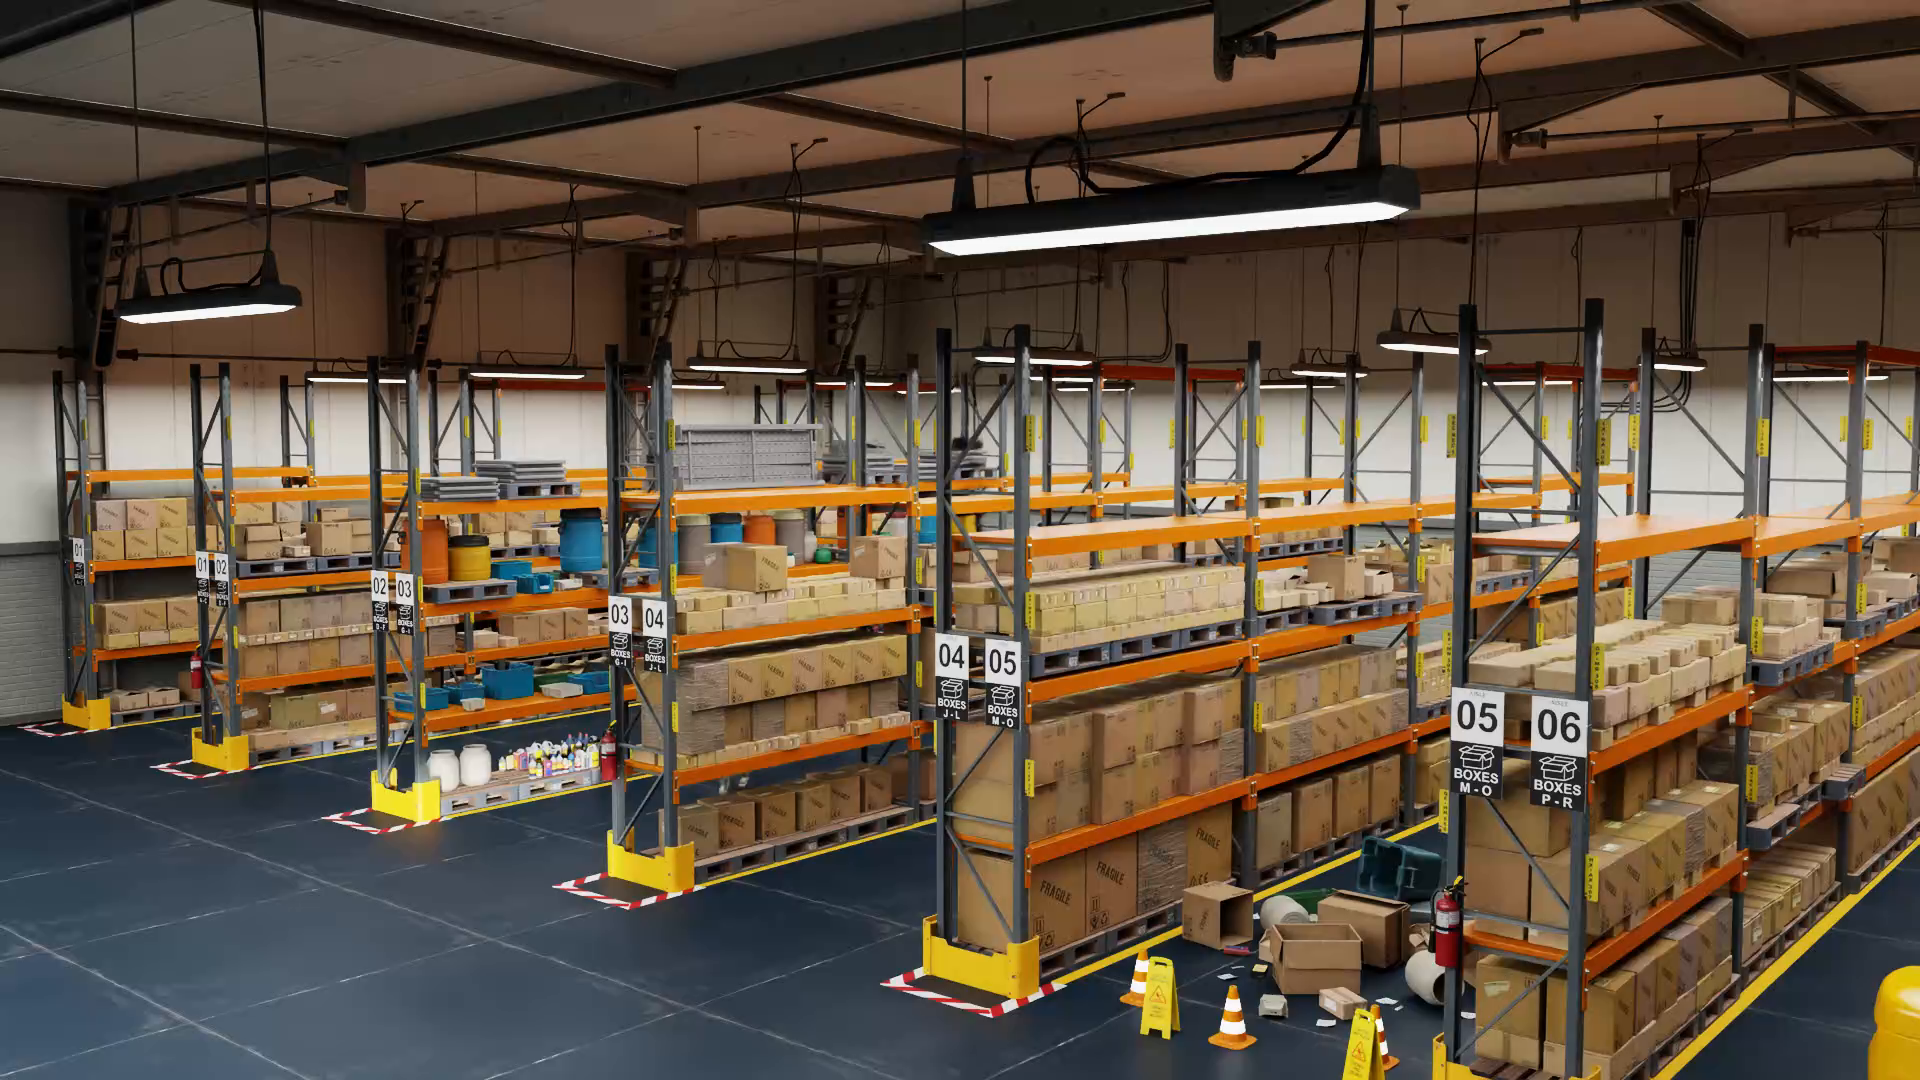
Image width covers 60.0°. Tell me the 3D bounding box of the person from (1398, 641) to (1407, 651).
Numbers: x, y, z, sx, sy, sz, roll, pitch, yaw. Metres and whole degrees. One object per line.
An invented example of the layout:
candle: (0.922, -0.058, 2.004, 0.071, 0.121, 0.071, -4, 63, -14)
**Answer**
person: (7.167, 2.424, 26.937, 0.608, 1.595, 0.586, 4, 6, 41)

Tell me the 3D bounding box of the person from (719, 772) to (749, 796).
person: (-3.153, 2.713, 22.983, 0.555, 1.615, 0.790, 2, 5, 26)
